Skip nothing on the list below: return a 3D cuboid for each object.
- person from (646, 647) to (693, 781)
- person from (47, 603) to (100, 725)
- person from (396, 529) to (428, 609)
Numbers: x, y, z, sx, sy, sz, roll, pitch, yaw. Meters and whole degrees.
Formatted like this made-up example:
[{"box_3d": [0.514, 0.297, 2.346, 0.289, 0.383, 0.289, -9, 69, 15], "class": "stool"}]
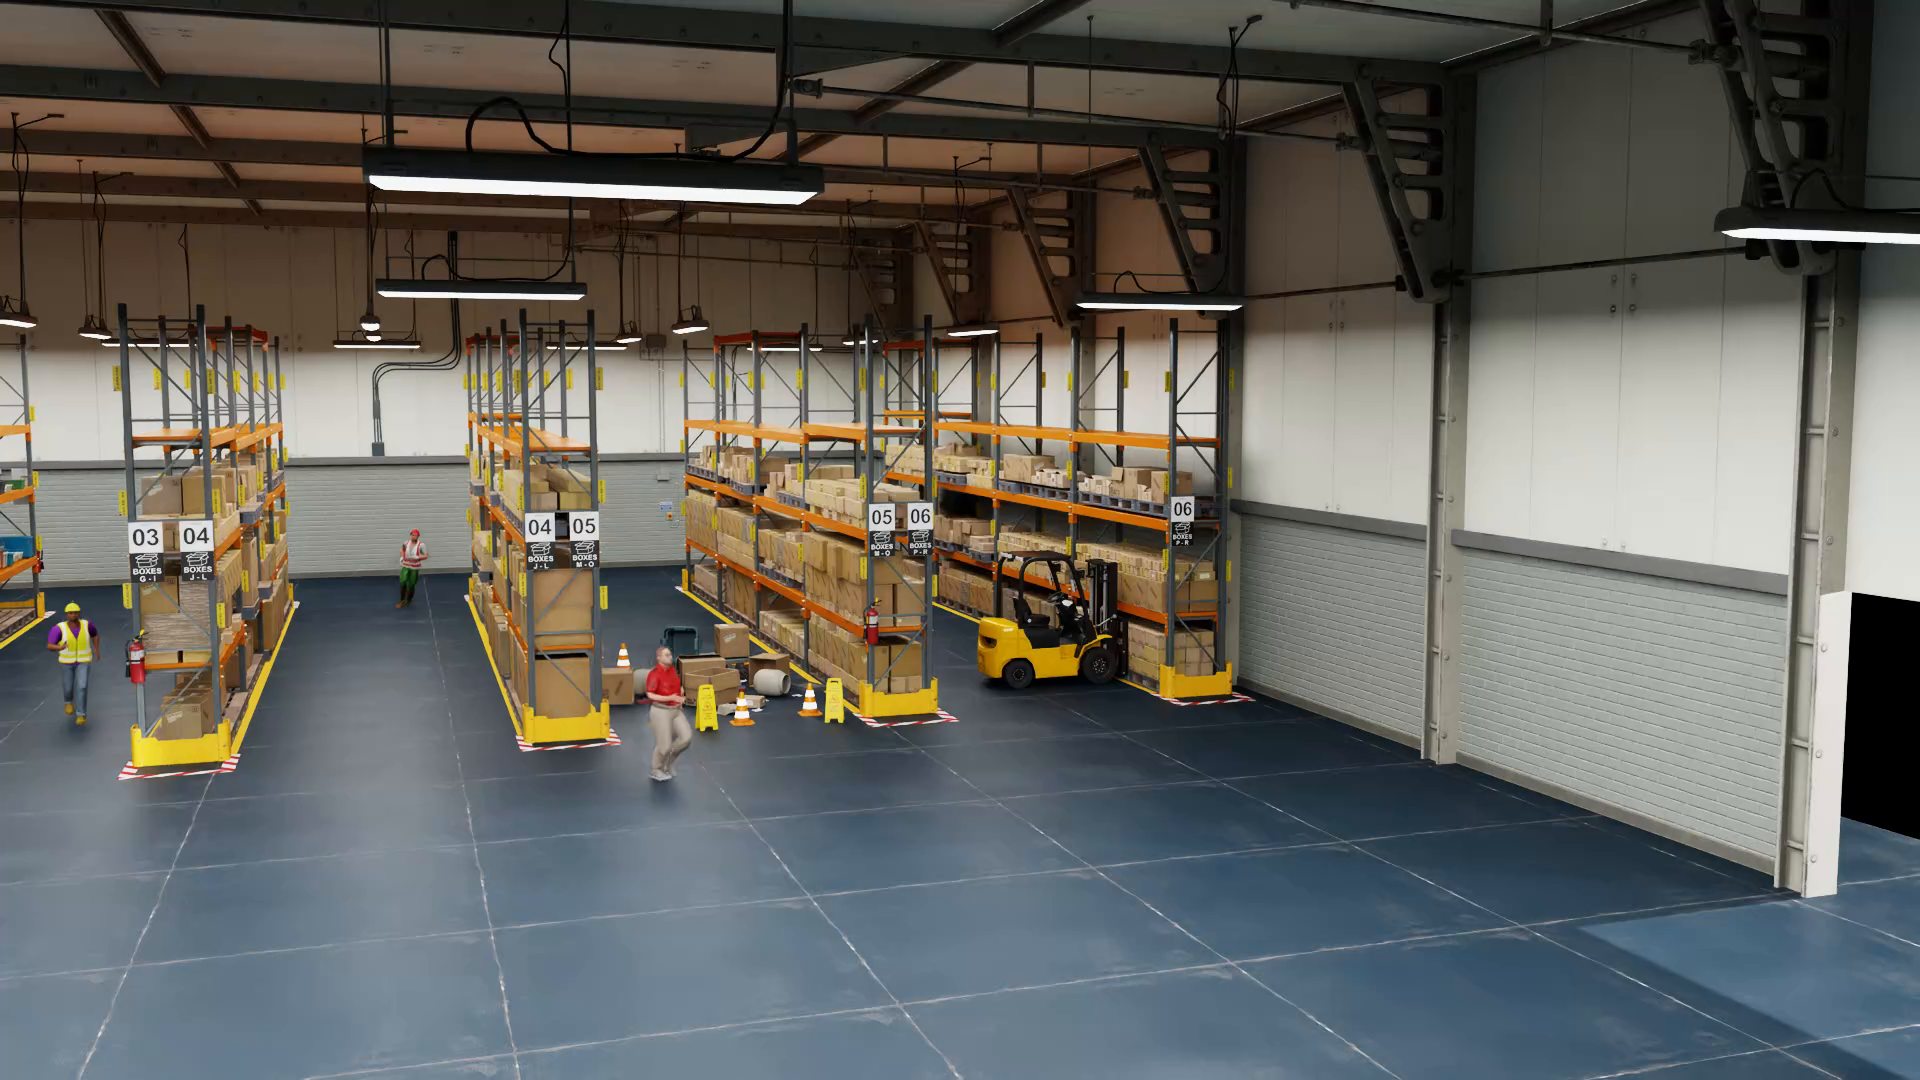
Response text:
[{"box_3d": [-3.617, 2.186, 20.820, 0.645, 1.705, 0.640, 3, 6, 30], "class": "person"}, {"box_3d": [-12.997, 1.789, 24.402, 0.702, 1.747, 0.954, -4, 6, -33], "class": "person"}, {"box_3d": [-12.174, 0.628, 37.006, 0.700, 1.769, 0.695, -1, 5, -8], "class": "person"}]
